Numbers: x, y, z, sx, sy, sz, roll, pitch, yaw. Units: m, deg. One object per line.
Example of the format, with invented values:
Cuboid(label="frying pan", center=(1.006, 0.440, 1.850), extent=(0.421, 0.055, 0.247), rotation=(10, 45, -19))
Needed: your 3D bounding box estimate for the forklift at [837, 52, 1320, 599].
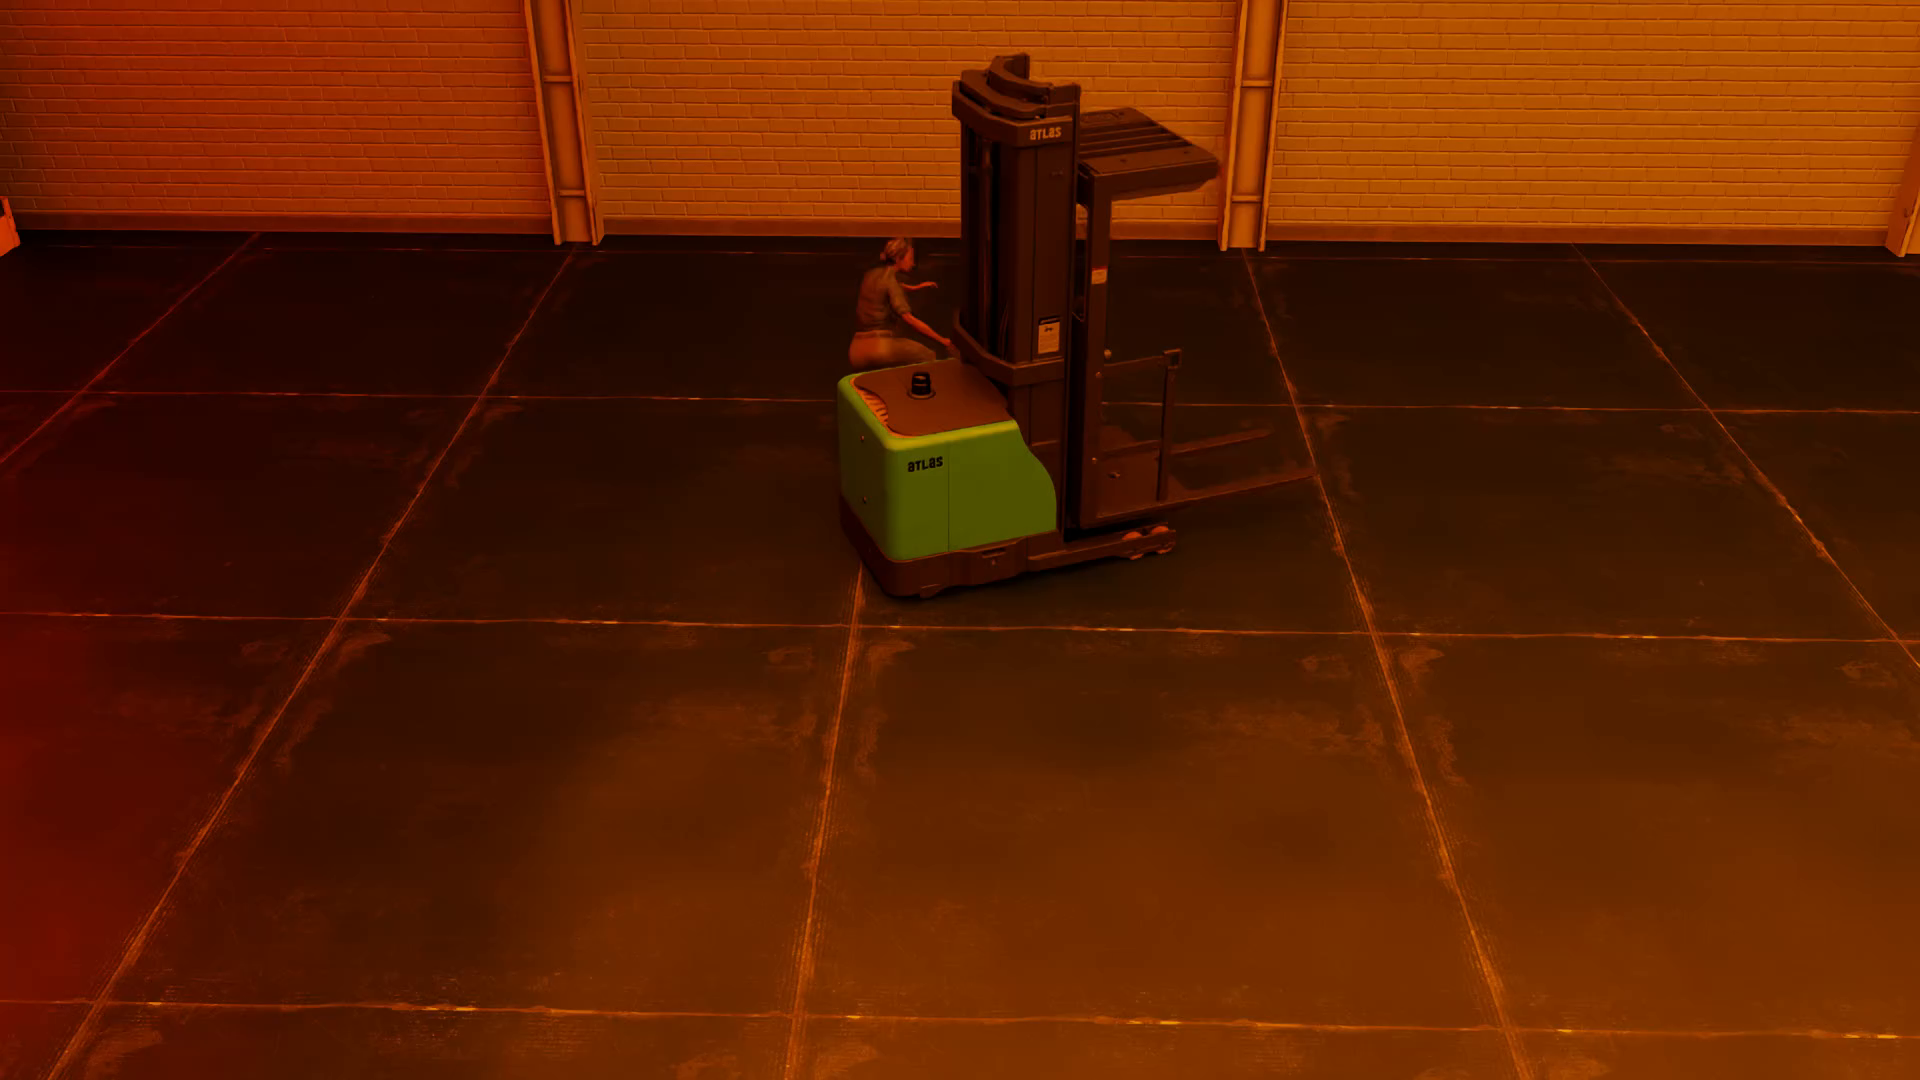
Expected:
Cuboid(label="forklift", center=(0.810, -1.382, 9.958), extent=(3.031, 2.935, 1.130), rotation=(-11, 32, -18))

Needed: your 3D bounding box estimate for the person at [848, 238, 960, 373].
Cuboid(label="person", center=(-0.340, -1.321, 11.300), extent=(0.899, 1.427, 0.841), rotation=(23, 38, 34))
